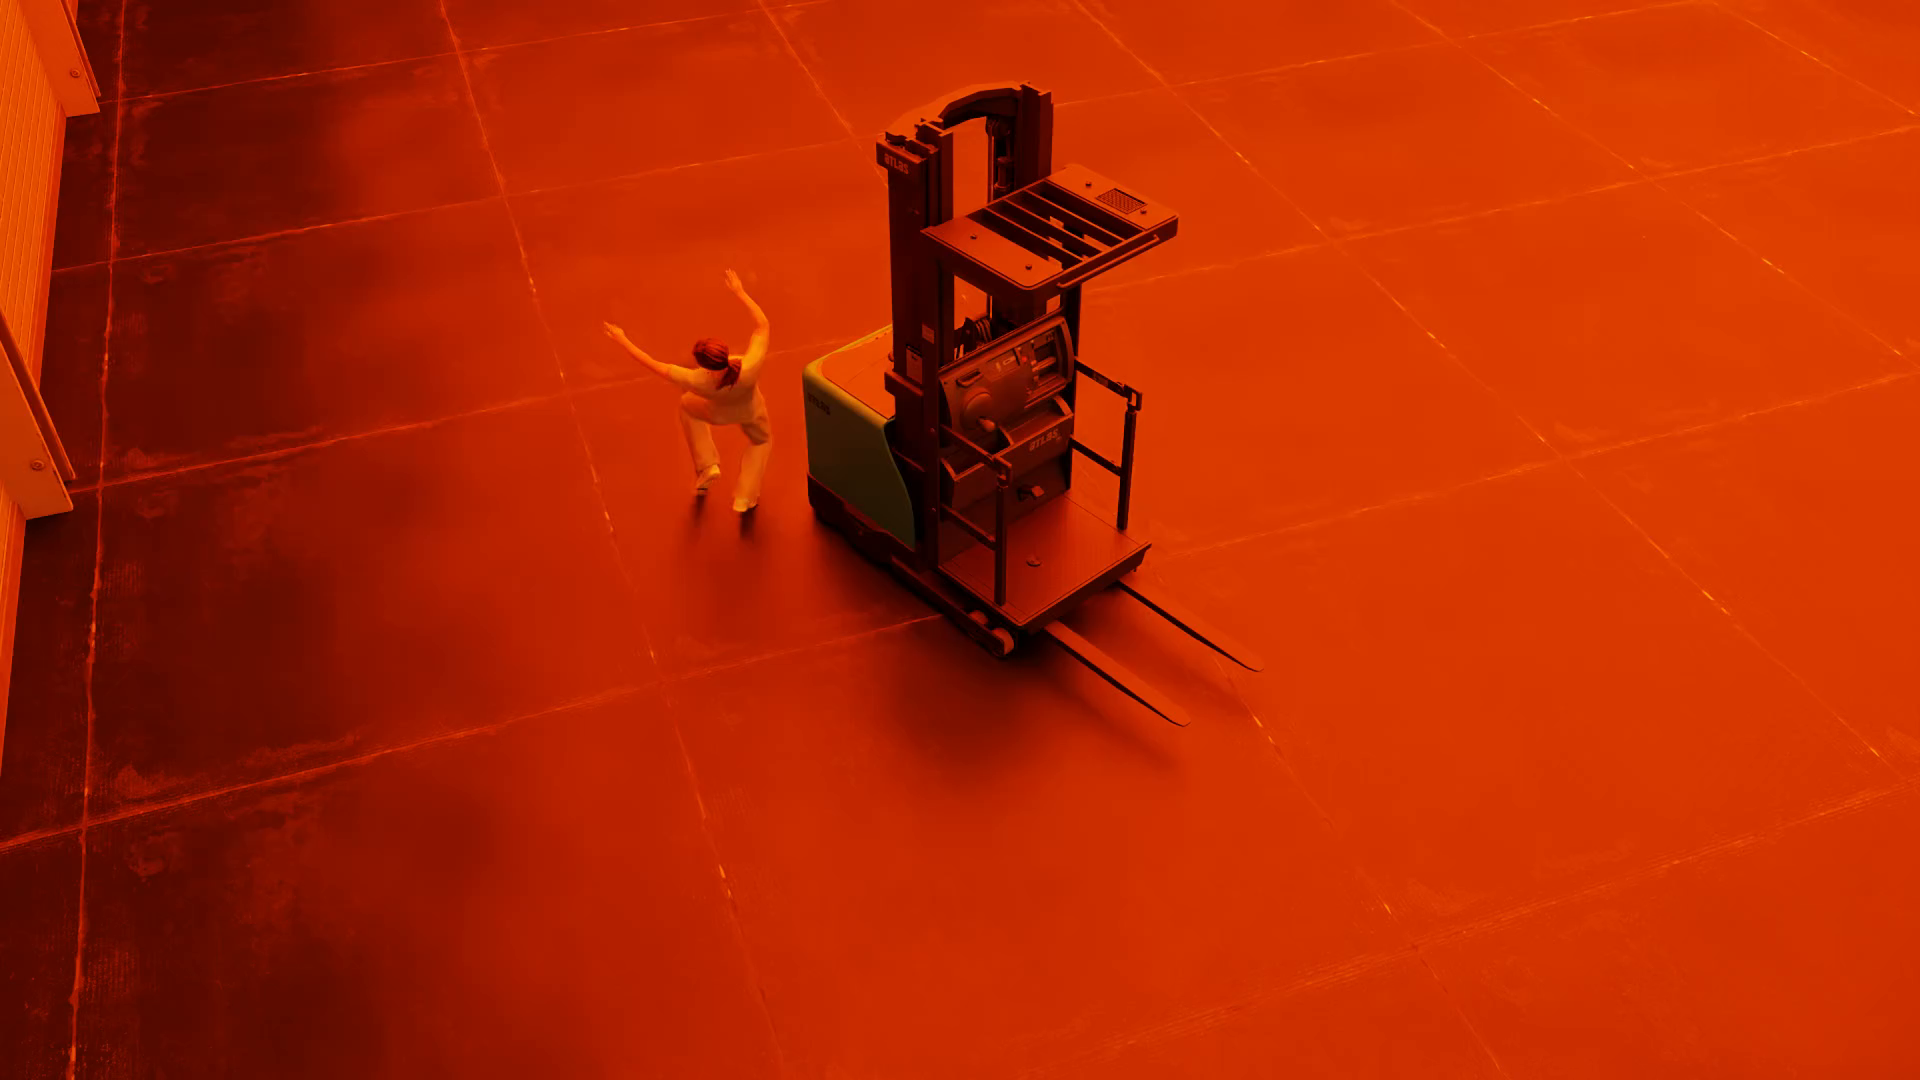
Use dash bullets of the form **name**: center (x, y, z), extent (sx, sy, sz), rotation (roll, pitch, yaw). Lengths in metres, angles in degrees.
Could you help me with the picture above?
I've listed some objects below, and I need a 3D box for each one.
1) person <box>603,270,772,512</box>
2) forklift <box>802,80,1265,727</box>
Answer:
- **person**: center (-1.600, -0.860, 10.099), extent (0.951, 1.566, 0.781), rotation (-4, 40, -5)
- **forklift**: center (0.409, -0.833, 8.988), extent (1.130, 2.935, 3.031), rotation (-30, 49, -31)
